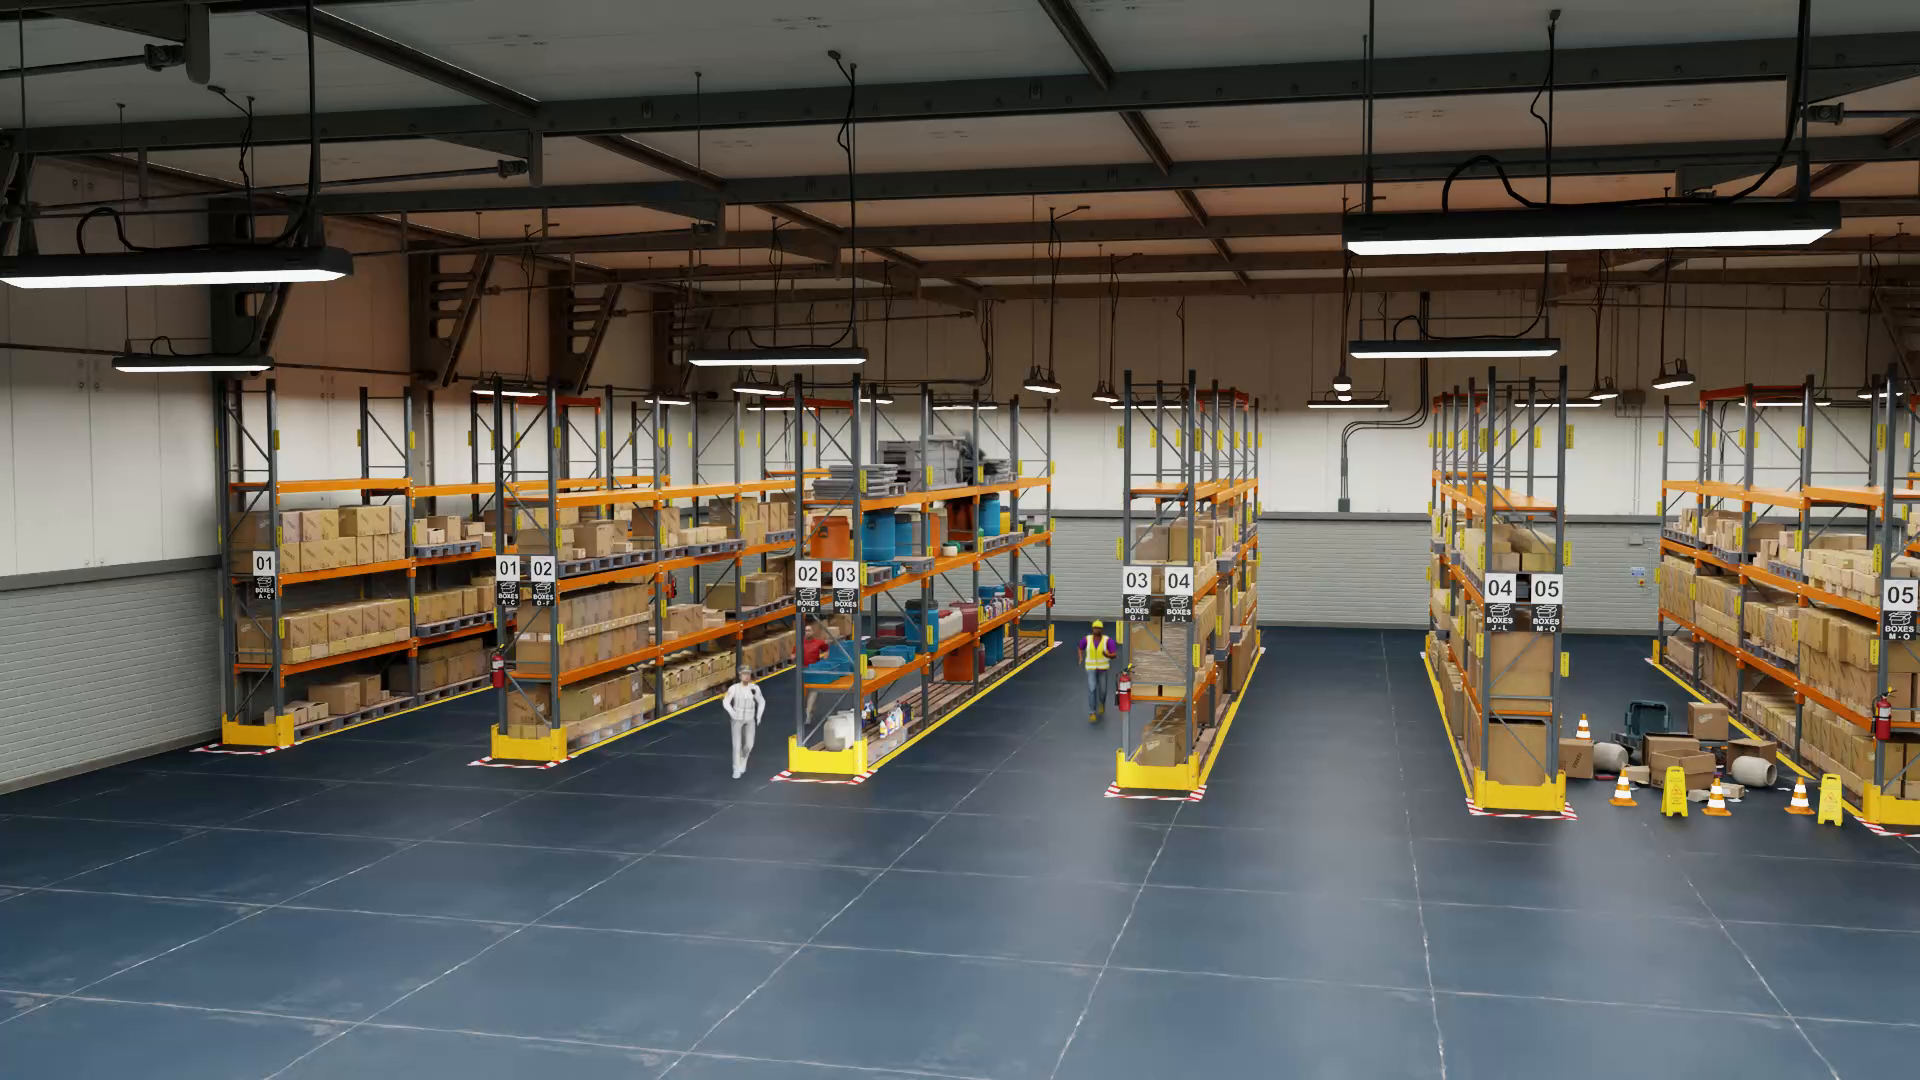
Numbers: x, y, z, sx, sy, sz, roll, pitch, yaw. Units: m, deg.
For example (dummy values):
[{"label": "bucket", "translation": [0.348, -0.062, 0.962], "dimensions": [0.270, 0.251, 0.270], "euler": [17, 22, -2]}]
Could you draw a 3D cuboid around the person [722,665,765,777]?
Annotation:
[{"label": "person", "translation": [-3.230, 2.693, 24.714], "dimensions": [0.588, 1.672, 0.489], "euler": [-1, 3, -10]}]

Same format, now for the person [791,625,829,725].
[{"label": "person", "translation": [-2.663, 2.348, 29.342], "dimensions": [0.665, 1.699, 1.010], "euler": [0, 3, 8]}]

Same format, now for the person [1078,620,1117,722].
[{"label": "person", "translation": [2.450, 2.310, 29.683], "dimensions": [0.700, 1.754, 0.989], "euler": [0, 3, 5]}]
